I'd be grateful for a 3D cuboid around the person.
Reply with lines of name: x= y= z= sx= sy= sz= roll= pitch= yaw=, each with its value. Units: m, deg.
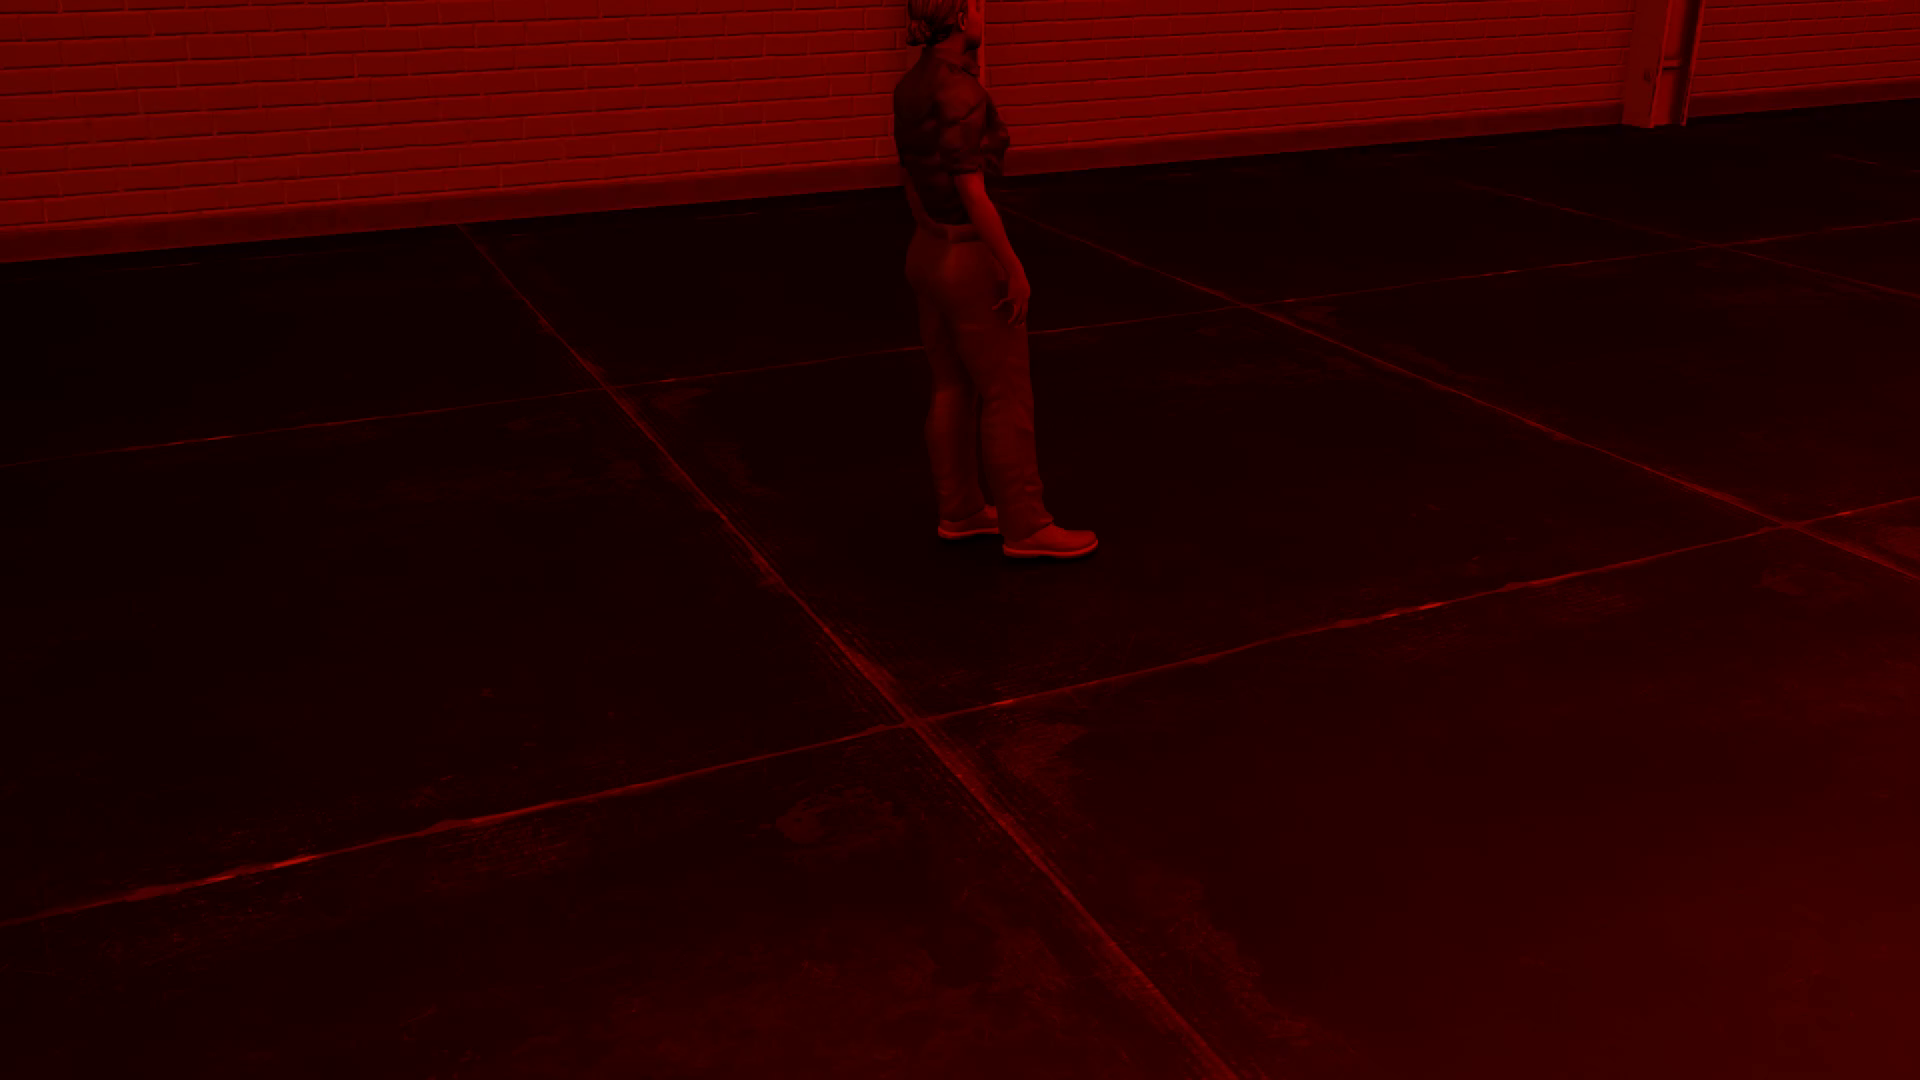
person: x=0.088 y=-0.778 z=4.804 sx=0.503 sy=1.656 sz=0.569 roll=-10 pitch=25 yaw=-23
